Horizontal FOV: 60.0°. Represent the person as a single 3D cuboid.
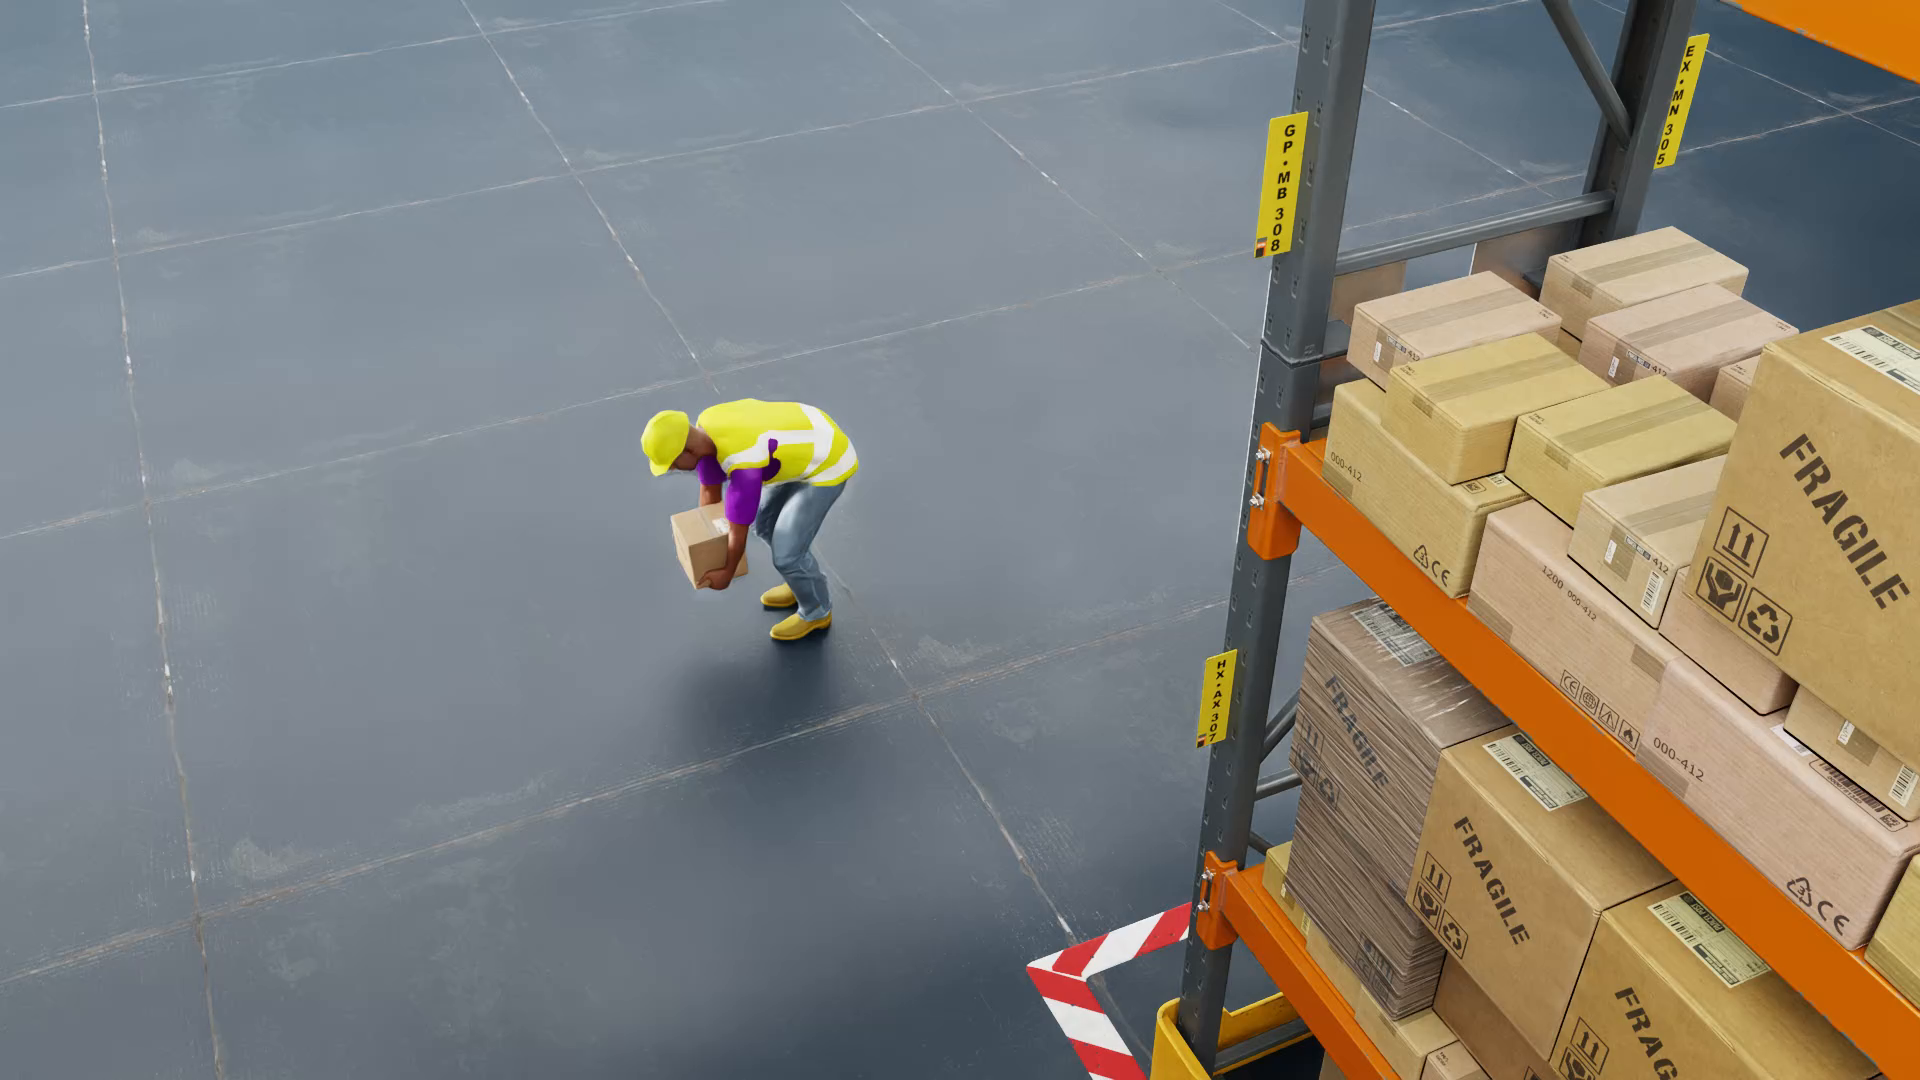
[{"bbox_3d":[-0.904,-0.106,7.375,0.932,1.283,0.494,-17,40,-21],"label":"person"}]
